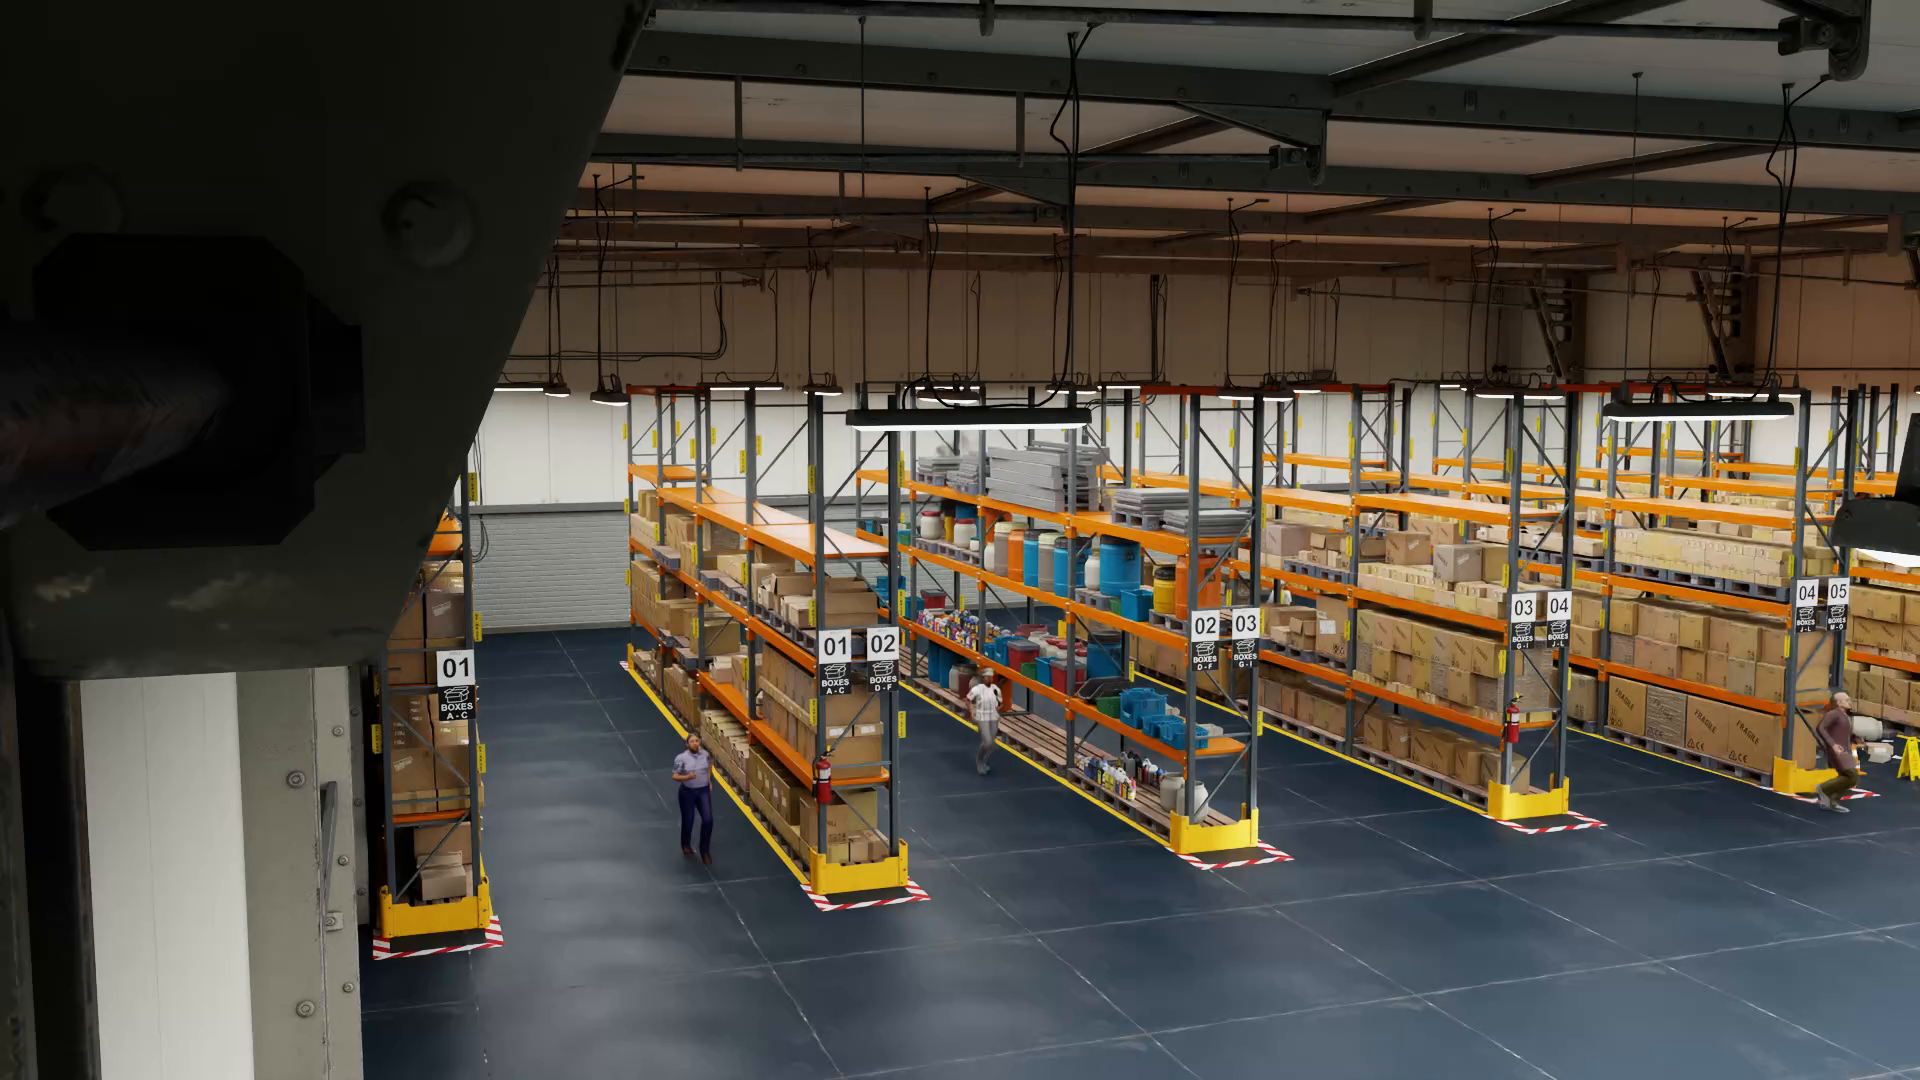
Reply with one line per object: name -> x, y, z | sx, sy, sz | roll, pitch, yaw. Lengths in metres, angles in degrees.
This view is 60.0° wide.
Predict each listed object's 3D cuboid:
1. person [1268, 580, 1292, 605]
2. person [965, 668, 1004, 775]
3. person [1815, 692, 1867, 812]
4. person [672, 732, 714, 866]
person -> 7.022, 1.715, 36.228 | 0.666, 1.762, 0.654 | -2, 6, -16
person -> 0.427, 2.818, 25.892 | 0.545, 1.686, 0.664 | -3, 7, -26
person -> 12.575, 3.033, 23.726 | 0.610, 1.730, 0.723 | 5, 8, 40
person -> -3.409, 3.313, 21.366 | 0.585, 1.700, 0.708 | -3, 6, -23
